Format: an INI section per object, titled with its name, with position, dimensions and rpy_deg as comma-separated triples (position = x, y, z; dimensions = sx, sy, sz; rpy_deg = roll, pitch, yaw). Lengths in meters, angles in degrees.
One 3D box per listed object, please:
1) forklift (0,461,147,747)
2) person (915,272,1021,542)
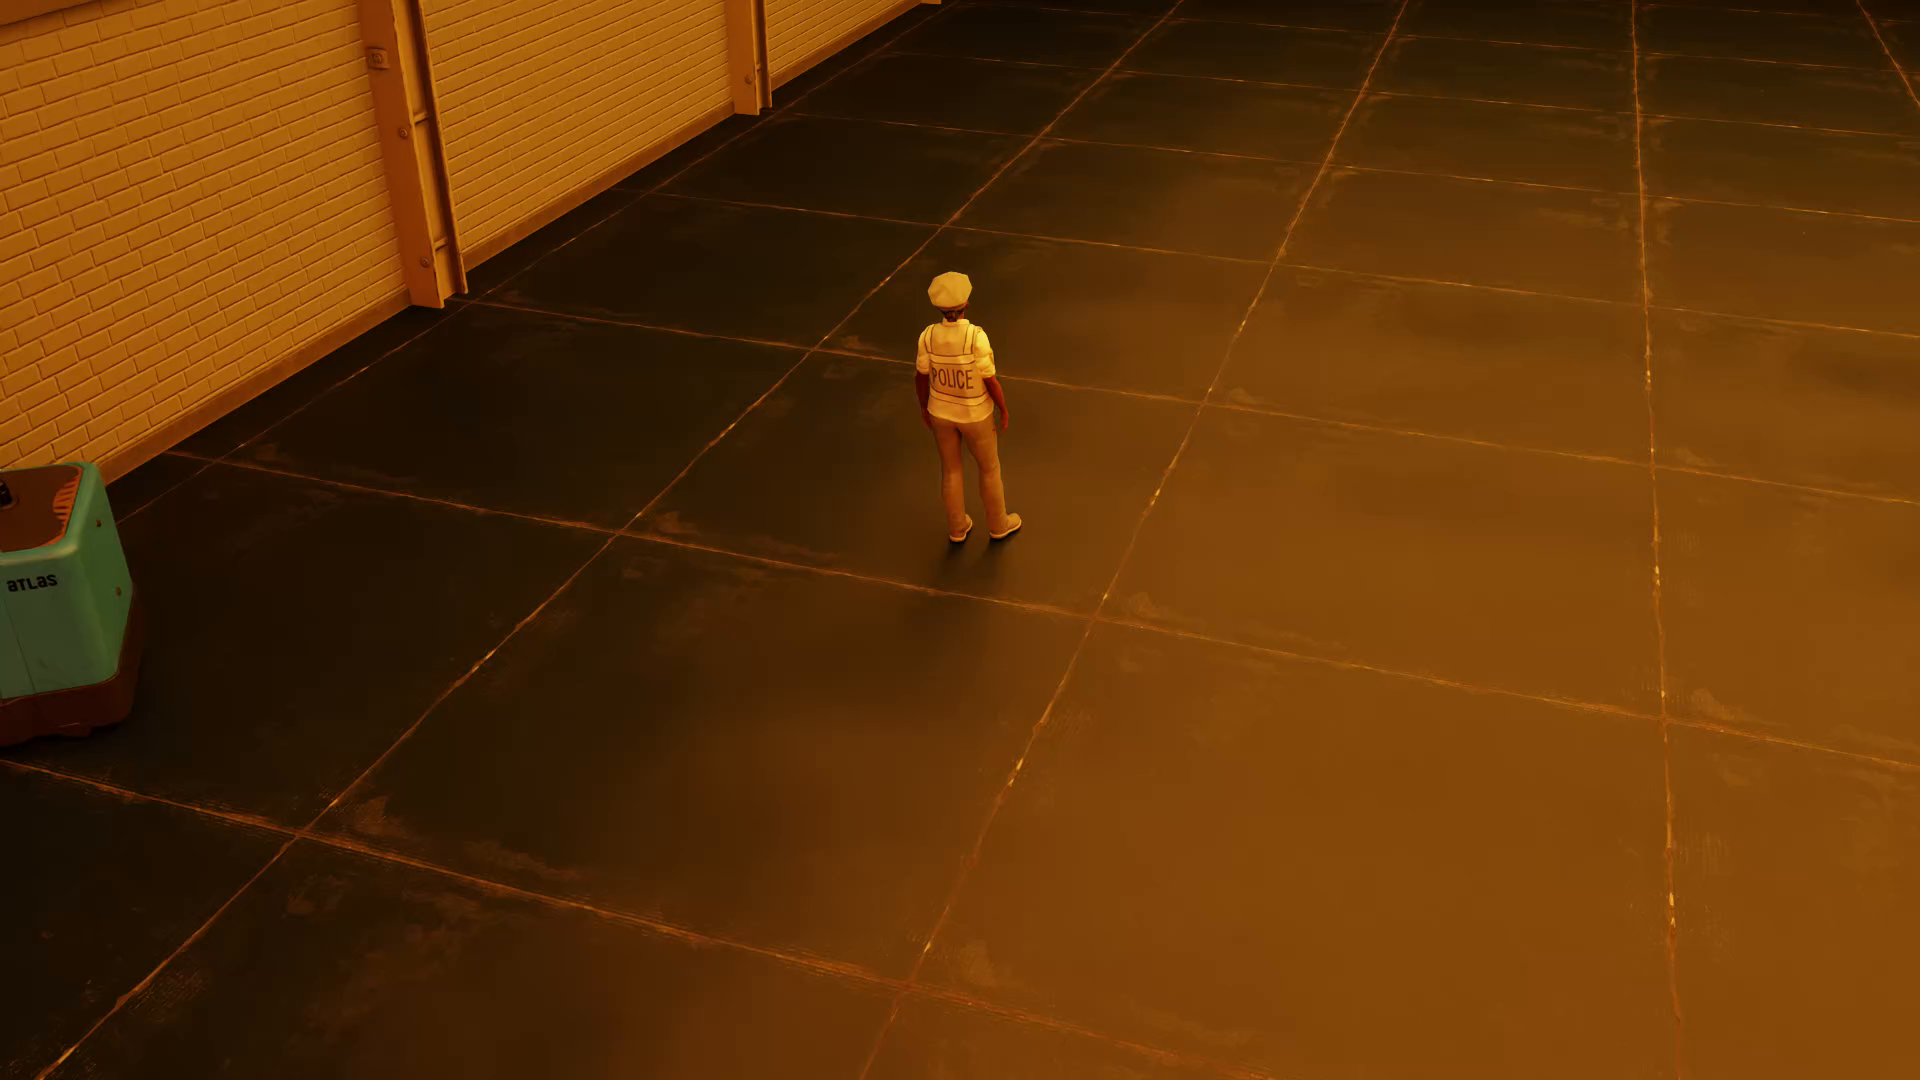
[forklift]
position = -5.775, -0.314, 7.687
dimensions = 3.031, 2.935, 1.130
rpy_deg = -9, 31, -16
[person]
position = 0.043, -0.774, 9.729
dimensions = 0.569, 1.695, 0.530
rpy_deg = 10, 31, 16
